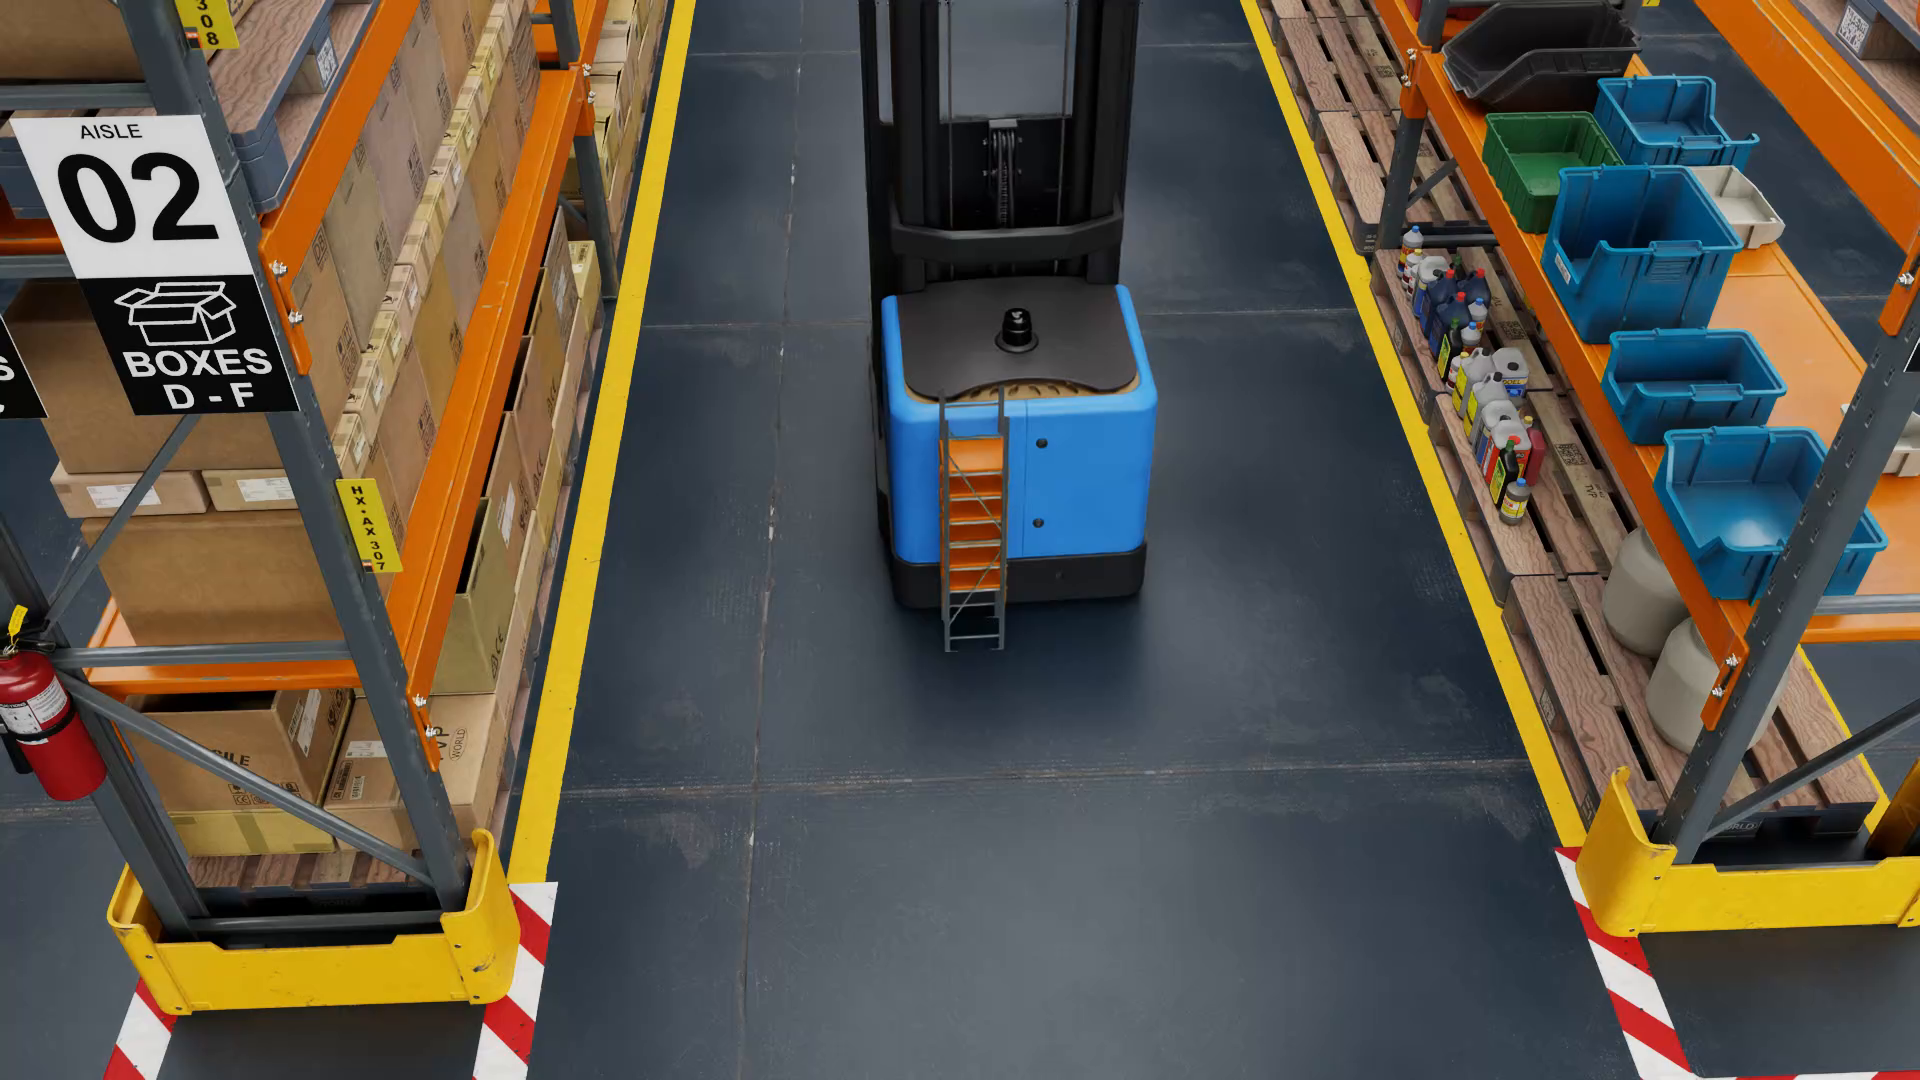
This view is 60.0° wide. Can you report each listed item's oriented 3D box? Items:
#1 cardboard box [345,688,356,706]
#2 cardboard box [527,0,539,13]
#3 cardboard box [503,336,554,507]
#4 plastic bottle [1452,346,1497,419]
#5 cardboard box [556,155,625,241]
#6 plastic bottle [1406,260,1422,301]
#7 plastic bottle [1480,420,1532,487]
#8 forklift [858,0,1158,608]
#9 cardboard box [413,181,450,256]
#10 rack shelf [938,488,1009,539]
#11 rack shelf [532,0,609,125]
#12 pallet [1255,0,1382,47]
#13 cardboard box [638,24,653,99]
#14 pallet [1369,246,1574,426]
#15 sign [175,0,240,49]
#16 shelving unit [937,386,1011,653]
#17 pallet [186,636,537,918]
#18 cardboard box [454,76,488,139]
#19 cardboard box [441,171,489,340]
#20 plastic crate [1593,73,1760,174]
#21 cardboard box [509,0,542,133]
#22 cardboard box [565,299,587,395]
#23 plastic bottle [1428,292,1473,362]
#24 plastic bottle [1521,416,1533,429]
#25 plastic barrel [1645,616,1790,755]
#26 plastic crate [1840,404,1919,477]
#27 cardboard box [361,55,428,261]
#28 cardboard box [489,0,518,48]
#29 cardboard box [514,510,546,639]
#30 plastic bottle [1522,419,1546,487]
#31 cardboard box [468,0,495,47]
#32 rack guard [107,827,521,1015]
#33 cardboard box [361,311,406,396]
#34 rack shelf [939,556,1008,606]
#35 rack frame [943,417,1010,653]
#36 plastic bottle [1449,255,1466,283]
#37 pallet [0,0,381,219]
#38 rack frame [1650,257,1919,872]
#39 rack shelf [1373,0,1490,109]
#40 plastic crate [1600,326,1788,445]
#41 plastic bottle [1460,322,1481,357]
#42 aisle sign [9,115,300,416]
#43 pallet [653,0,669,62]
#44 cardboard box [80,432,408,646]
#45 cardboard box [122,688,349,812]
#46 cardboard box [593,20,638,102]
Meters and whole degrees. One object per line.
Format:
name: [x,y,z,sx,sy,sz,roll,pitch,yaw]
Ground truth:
cardboard box: [-2.456,0.494,6.216,0.500,0.250,0.500,-2,43,-2]
cardboard box: [-2.339,-2.651,8.033,0.500,0.250,0.500,1,43,1]
cardboard box: [-1.966,-0.473,6.716,0.500,0.500,0.500,-2,43,-2]
plastic bottle: [2.320,-0.729,7.460,0.144,0.351,0.185,-2,43,-2]
cardboard box: [-2.044,-1.795,8.713,0.500,0.250,0.500,-3,43,-3]
plastic bottle: [2.259,-1.280,8.172,0.097,0.201,0.097,0,43,0]
plastic bottle: [2.345,-0.370,7.124,0.152,0.276,0.135,-1,43,-1]
forklift: [0.129,-1.790,7.034,1.130,2.935,3.031,-3,43,-3]
cardboard box: [-1.963,-1.091,5.666,0.380,0.149,0.250,-2,43,-2]
rack shelf: [0.051,-0.109,6.369,0.258,0.103,0.180,-3,43,-3]
rack shelf: [-2.360,-3.460,9.337,1.077,0.370,4.000,-2,43,-2]
pallet: [2.499,-3.663,11.090,1.003,0.211,1.213,-2,43,-2]
cardboard box: [-2.110,-2.834,9.846,0.500,0.250,0.500,-1,43,-1]
pallet: [2.661,-1.032,8.220,1.003,0.211,1.213,-2,43,-2]
sign: [-1.550,-1.144,3.352,0.100,0.325,0.005,-2,43,-2]
shelving unit: [0.051,-0.053,6.420,0.258,1.200,0.189,-3,43,-3]
pallet: [-2.179,0.838,6.179,1.003,0.211,1.213,-2,43,-2]
cardboard box: [-1.997,-1.616,6.239,0.380,0.149,0.250,-1,43,-1]
cardboard box: [-2.180,-1.072,6.126,0.700,0.500,0.500,0,43,-1]
plastic crate: [2.993,-1.720,7.017,0.499,0.251,0.616,-2,43,-2]
cardboard box: [-2.250,-2.112,7.261,0.700,0.500,0.500,-3,43,-3]
cardboard box: [-2.025,-0.871,7.705,0.500,0.250,0.500,-2,43,-2]
plastic bottle: [2.302,-1.016,7.773,0.144,0.351,0.185,-3,43,-4]
plastic bottle: [2.463,-0.453,7.269,0.097,0.201,0.097,0,43,0]
plastic barrel: [2.740,0.506,6.008,0.421,0.512,0.421,0,43,0]
plastic crate: [3.128,-0.330,5.586,0.298,0.136,0.250,-2,43,-2]
cardboard box: [-2.164,-1.236,5.344,0.700,0.500,0.500,-1,43,-2]
cardboard box: [-2.027,-2.130,6.800,0.380,0.149,0.250,-3,43,-3]
cardboard box: [-1.951,0.141,6.601,0.500,0.250,0.500,-2,43,-2]
plastic bottle: [2.451,-0.377,7.126,0.061,0.283,0.133,-2,43,-2]
cardboard box: [-2.227,-2.250,6.450,0.700,0.500,0.500,-2,43,-2]
rack guard: [-2.104,1.263,5.502,1.175,0.500,0.348,-2,43,-2]
cardboard box: [-1.929,-0.568,5.096,0.380,0.149,0.250,-1,43,-2]
rack shelf: [0.051,0.157,6.612,0.258,0.103,0.180,-3,43,-3]
rack frame: [0.059,0.008,6.353,0.240,1.200,0.006,-3,43,-3]
plastic bottle: [2.397,-1.234,8.061,0.061,0.283,0.133,-2,43,-2]
pallet: [-2.109,-1.226,4.213,1.003,0.211,1.213,-2,43,-2]
rack frame: [2.844,0.186,4.827,1.000,3.000,0.127,-2,43,-2]
rack shelf: [2.589,-3.600,9.489,1.077,0.370,4.000,-2,43,-2]
plastic crate: [2.502,-0.527,5.715,0.499,0.251,0.408,-2,43,-2]
plastic bottle: [2.346,-0.888,7.693,0.097,0.271,0.097,0,43,0]
aisle sign: [-1.796,-0.597,3.758,0.394,0.787,0.004,-2,43,-2]
pallet: [-2.449,-3.490,10.902,1.003,0.211,1.213,-2,43,-2]
cardboard box: [-2.112,-0.027,4.985,0.700,0.500,0.500,-2,43,-2]
cardboard box: [-2.425,0.554,5.594,0.500,0.500,0.500,-2,43,-2]
cardboard box: [-2.083,-2.696,9.281,0.500,0.311,0.500,-3,43,-3]
